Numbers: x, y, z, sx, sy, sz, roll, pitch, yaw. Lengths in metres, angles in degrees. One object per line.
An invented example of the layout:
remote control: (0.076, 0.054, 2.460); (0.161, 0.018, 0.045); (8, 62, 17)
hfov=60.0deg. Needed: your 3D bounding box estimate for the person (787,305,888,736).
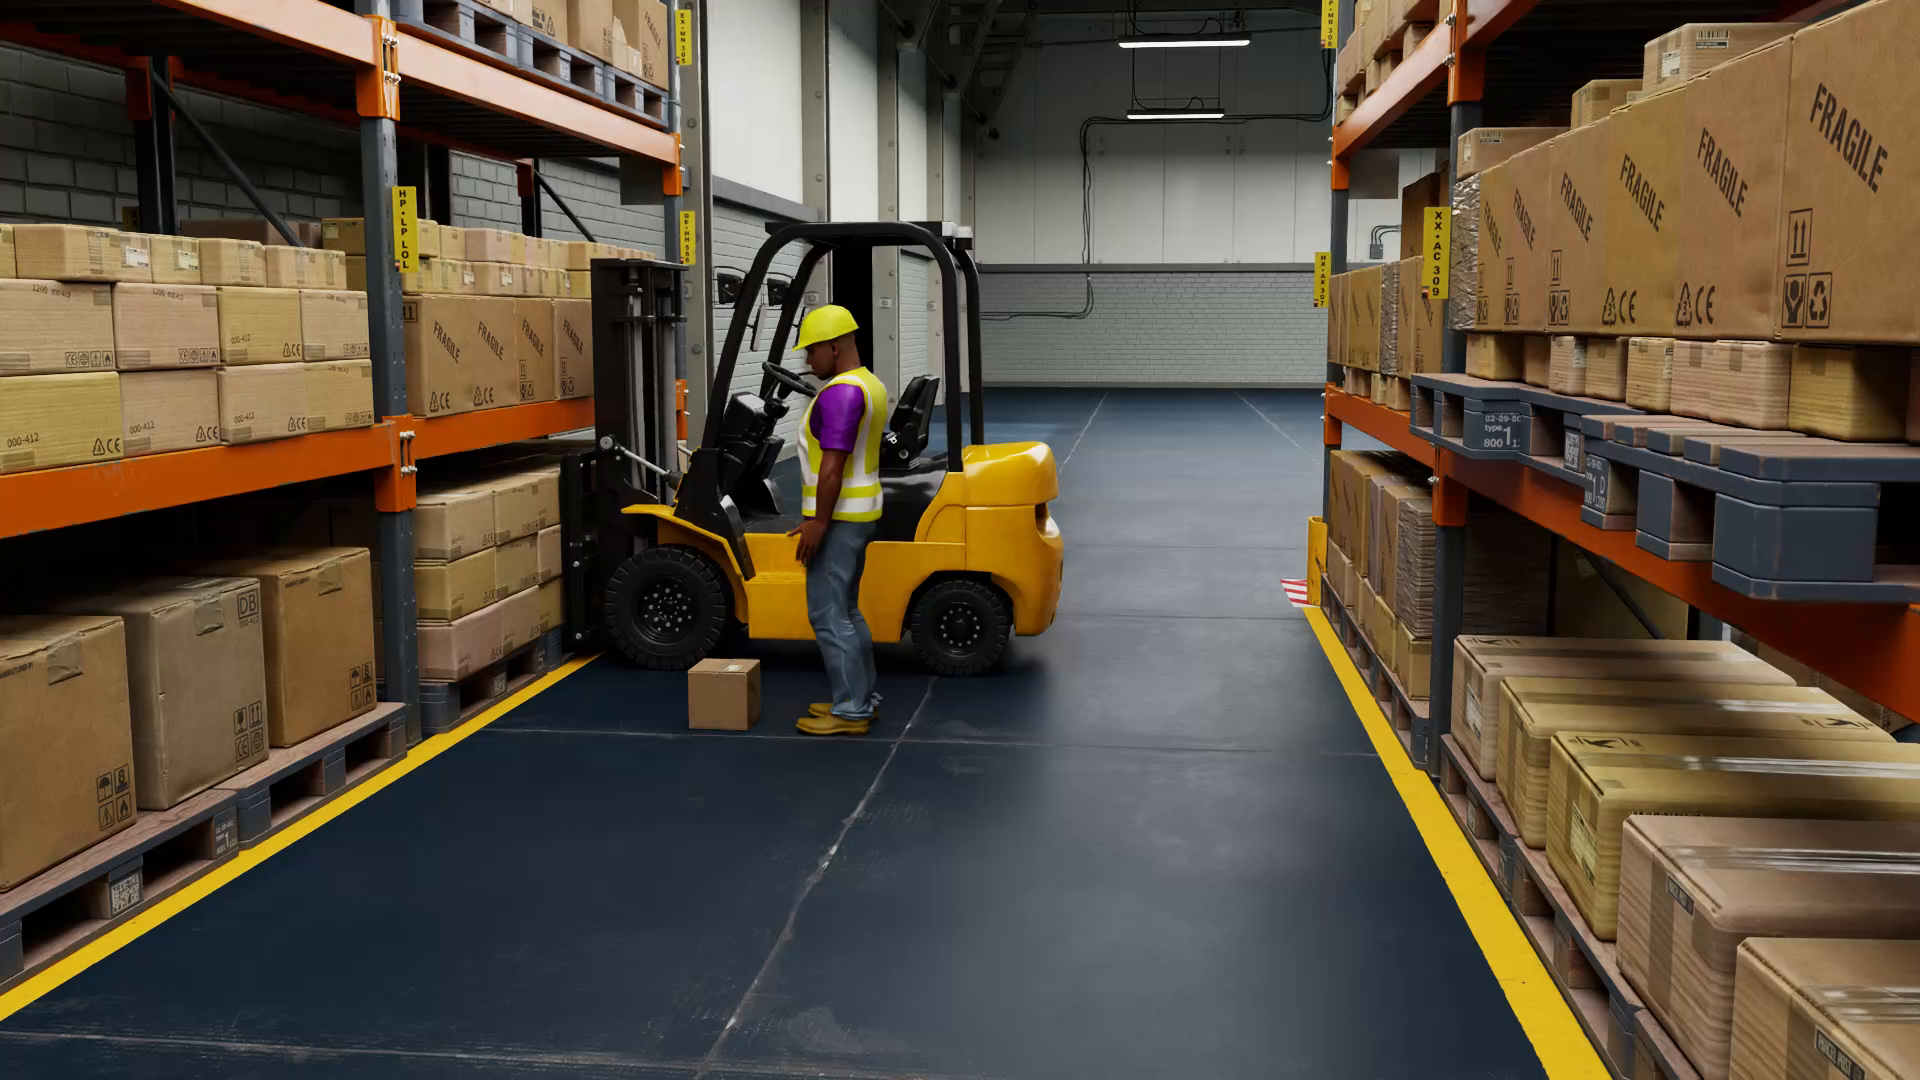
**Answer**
person: (-0.501, -0.085, 6.868); (0.373, 1.757, 0.569); (1, 8, 7)
